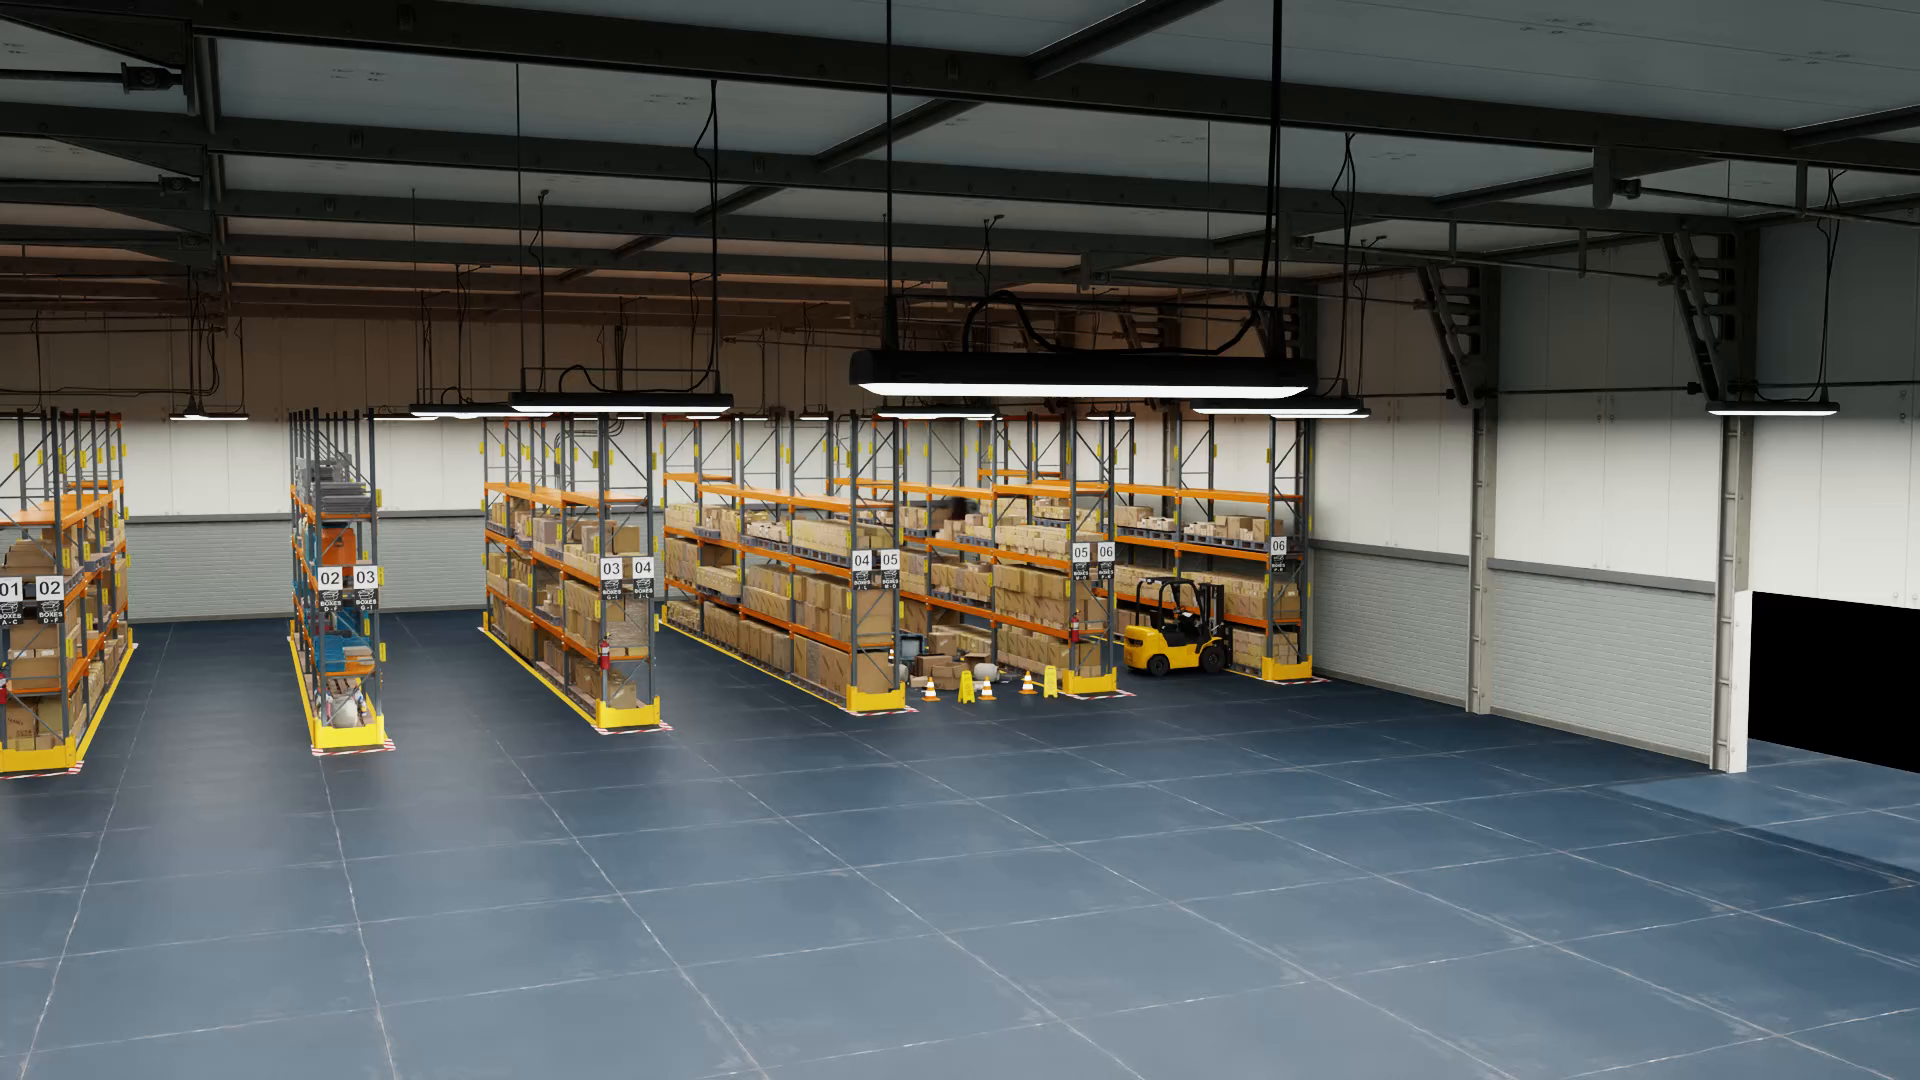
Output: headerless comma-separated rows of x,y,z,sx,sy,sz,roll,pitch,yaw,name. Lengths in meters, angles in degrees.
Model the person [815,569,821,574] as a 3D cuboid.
-4.006,1.598,47.113,0.494,1.619,0.948,1,4,10,person
